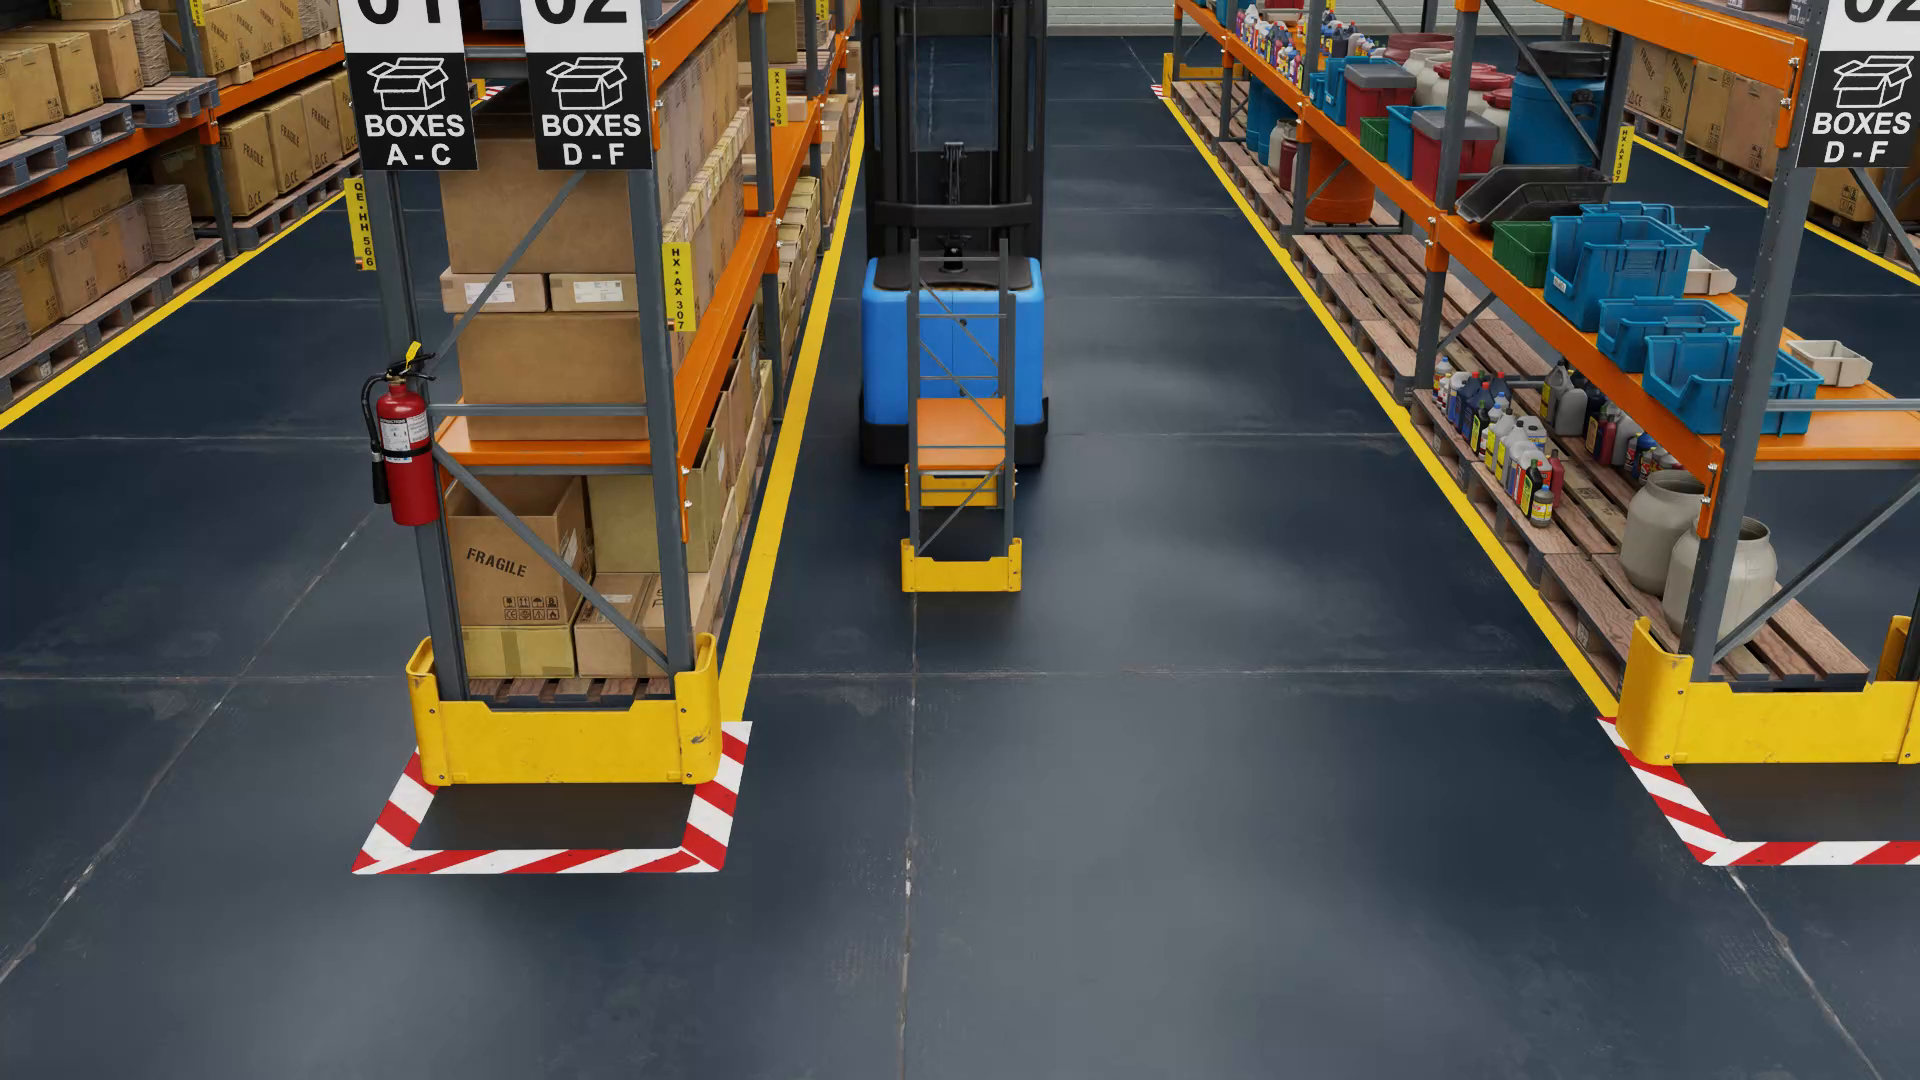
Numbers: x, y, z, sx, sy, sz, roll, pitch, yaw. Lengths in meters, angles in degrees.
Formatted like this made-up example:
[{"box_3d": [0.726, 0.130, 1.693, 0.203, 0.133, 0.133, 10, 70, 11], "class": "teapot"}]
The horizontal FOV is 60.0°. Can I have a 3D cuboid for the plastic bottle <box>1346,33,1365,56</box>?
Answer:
[{"box_3d": [3.605, -4.488, 15.183, 0.152, 0.276, 0.135, 0, 24, -1], "class": "plastic bottle"}]

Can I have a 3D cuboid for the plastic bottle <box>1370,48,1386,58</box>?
[{"box_3d": [3.616, -4.107, 14.341, 0.152, 0.276, 0.135, 0, 24, -1], "class": "plastic bottle"}]

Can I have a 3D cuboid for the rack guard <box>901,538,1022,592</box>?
[{"box_3d": [0.006, 0.123, 8.175, 0.587, 0.250, 0.087, 0, 24, -1], "class": "rack guard"}]

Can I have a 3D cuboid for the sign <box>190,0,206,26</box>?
[{"box_3d": [-6.062, -4.246, 13.190, 0.100, 0.325, 0.005, 0, 24, -1], "class": "sign"}]

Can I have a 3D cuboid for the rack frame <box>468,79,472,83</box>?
[{"box_3d": [-6.692, -7.045, 20.687, 1.000, 3.000, 0.127, 0, 24, -1], "class": "rack frame"}]

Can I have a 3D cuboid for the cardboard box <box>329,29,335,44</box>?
[{"box_3d": [-6.377, -4.943, 16.319, 0.380, 0.149, 0.250, 0, 24, 1], "class": "cardboard box"}]

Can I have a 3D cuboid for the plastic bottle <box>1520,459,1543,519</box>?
[{"box_3d": [2.911, -0.262, 8.452, 0.061, 0.283, 0.133, 0, 24, 1], "class": "plastic bottle"}]

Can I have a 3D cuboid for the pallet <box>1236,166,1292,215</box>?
[{"box_3d": [3.241, -3.349, 15.898, 1.003, 0.211, 1.213, 0, 24, -1], "class": "pallet"}]

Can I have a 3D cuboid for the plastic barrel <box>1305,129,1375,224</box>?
[{"box_3d": [3.280, -3.197, 14.303, 0.600, 0.830, 0.708, 0, 24, -1], "class": "plastic barrel"}]

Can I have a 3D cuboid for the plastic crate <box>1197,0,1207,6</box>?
[{"box_3d": [2.906, -6.271, 19.106, 0.416, 0.233, 0.300, 0, 24, -1], "class": "plastic crate"}]

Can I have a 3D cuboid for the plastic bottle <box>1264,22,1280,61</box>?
[{"box_3d": [2.895, -4.603, 15.348, 0.144, 0.351, 0.185, 0, 24, -1], "class": "plastic bottle"}]

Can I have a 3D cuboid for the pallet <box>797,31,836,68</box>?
[{"box_3d": [-1.677, -4.486, 15.262, 1.003, 0.211, 1.213, 0, 24, -1], "class": "pallet"}]

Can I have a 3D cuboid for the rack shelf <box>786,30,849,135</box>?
[{"box_3d": [-1.673, -4.269, 15.421, 1.077, 0.370, 4.000, 0, 24, -1], "class": "rack shelf"}]

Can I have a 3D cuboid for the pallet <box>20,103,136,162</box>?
[{"box_3d": [-6.542, -2.846, 11.635, 1.003, 0.211, 1.213, 0, 24, -1], "class": "pallet"}]

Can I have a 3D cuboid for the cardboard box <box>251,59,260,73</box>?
[{"box_3d": [-6.426, -4.204, 14.685, 0.380, 0.149, 0.250, 0, 24, 1], "class": "cardboard box"}]

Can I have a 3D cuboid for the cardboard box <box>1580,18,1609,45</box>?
[{"box_3d": [8.255, -6.072, 20.604, 0.875, 0.875, 0.875, 0, 24, -1], "class": "cardboard box"}]

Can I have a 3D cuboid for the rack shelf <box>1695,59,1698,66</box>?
[{"box_3d": [8.233, -4.312, 15.516, 1.077, 0.370, 4.000, 0, 24, -1], "class": "rack shelf"}]

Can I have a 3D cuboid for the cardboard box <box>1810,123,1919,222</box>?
[{"box_3d": [8.268, -3.323, 14.526, 1.225, 0.875, 0.875, -1, 24, -3], "class": "cardboard box"}]

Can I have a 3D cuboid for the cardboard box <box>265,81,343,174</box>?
[{"box_3d": [-6.498, -3.975, 15.998, 0.750, 0.750, 0.750, 0, 24, 1], "class": "cardboard box"}]

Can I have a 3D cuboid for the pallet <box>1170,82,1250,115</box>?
[{"box_3d": [3.185, -5.479, 20.608, 1.003, 0.211, 1.213, 0, 24, -1], "class": "pallet"}]

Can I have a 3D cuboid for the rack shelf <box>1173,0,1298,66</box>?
[{"box_3d": [3.237, -5.938, 19.112, 1.077, 0.370, 4.000, 0, 24, -1], "class": "rack shelf"}]

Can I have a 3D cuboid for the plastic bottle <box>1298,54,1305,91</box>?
[{"box_3d": [2.871, -3.905, 13.885, 0.061, 0.283, 0.133, 0, 24, -1], "class": "plastic bottle"}]

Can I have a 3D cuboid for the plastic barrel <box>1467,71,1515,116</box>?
[{"box_3d": [3.547, -2.904, 11.367, 0.433, 0.535, 0.433, 0, 24, 0], "class": "plastic barrel"}]

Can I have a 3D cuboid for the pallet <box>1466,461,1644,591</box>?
[{"box_3d": [3.328, -0.093, 8.700, 1.003, 0.211, 1.213, 0, 24, -1], "class": "pallet"}]

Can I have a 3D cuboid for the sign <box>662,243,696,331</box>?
[{"box_3d": [-1.009, -0.906, 5.968, 0.100, 0.325, 0.005, 0, 24, -1], "class": "sign"}]

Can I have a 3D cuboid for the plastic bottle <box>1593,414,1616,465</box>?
[{"box_3d": [3.538, -0.564, 9.119, 0.061, 0.283, 0.133, 0, 24, -1], "class": "plastic bottle"}]

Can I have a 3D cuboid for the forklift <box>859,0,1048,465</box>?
[{"box_3d": [-0.033, -2.327, 10.338, 1.130, 2.935, 3.031, 0, 24, 0], "class": "forklift"}]

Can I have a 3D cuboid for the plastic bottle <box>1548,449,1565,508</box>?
[{"box_3d": [3.062, -0.319, 8.578, 0.061, 0.283, 0.133, 0, 24, -1], "class": "plastic bottle"}]

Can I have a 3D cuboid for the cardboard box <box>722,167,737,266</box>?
[{"box_3d": [-1.584, -1.770, 8.901, 0.700, 0.500, 0.500, -1, 24, -1], "class": "cardboard box"}]

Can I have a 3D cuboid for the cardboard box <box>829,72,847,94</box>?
[{"box_3d": [-1.720, -5.258, 19.231, 0.797, 0.503, 0.637, 0, 24, -1], "class": "cardboard box"}]

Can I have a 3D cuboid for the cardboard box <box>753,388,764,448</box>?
[{"box_3d": [-1.388, -0.667, 9.411, 0.500, 0.250, 0.500, 0, 24, -1], "class": "cardboard box"}]

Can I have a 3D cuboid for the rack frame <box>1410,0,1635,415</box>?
[{"box_3d": [3.346, -2.145, 9.852, 1.000, 3.000, 0.127, 0, 24, -1], "class": "rack frame"}]

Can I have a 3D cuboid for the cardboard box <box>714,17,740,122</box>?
[{"box_3d": [-1.596, -2.578, 9.114, 0.700, 0.500, 0.500, 0, 24, 0], "class": "cardboard box"}]

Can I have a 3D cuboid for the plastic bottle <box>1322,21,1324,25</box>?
[{"box_3d": [3.471, -4.855, 16.001, 0.097, 0.271, 0.097, 0, 24, 0], "class": "plastic bottle"}]

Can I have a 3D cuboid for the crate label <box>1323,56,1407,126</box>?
[{"box_3d": [3.043, -3.399, 12.582, 0.502, 0.435, 0.616, 0, 24, -1], "class": "crate label"}]

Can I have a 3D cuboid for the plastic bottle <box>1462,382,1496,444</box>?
[{"box_3d": [2.942, -0.726, 9.396, 0.144, 0.351, 0.185, -1, 24, -3], "class": "plastic bottle"}]

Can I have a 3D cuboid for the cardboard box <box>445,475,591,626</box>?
[{"box_3d": [-1.867, 0.024, 6.973, 0.500, 0.500, 0.500, 0, 24, -1], "class": "cardboard box"}]

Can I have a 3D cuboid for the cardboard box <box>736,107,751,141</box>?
[{"box_3d": [-1.390, -2.354, 9.407, 0.380, 0.149, 0.250, 0, 24, -1], "class": "cardboard box"}]

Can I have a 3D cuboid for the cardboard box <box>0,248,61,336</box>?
[{"box_3d": [-6.641, -1.678, 11.319, 0.700, 0.500, 0.500, -1, 24, -2], "class": "cardboard box"}]

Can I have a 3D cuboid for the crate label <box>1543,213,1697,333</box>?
[{"box_3d": [3.099, -1.270, 7.875, 0.502, 0.435, 0.616, 0, 24, -1], "class": "crate label"}]

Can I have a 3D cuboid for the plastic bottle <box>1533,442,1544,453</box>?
[{"box_3d": [3.069, -0.425, 8.911, 0.097, 0.201, 0.097, 0, 24, 0], "class": "plastic bottle"}]

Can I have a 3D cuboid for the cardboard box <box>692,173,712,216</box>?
[{"box_3d": [-1.369, -1.613, 7.768, 0.380, 0.149, 0.250, 0, 24, 0], "class": "cardboard box"}]

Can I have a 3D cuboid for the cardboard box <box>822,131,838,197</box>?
[{"box_3d": [-1.382, -3.445, 15.227, 0.500, 0.500, 0.500, -1, 24, -1], "class": "cardboard box"}]

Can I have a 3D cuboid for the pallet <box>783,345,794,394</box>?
[{"box_3d": [-1.654, -1.157, 11.052, 1.003, 0.211, 1.213, 0, 24, -1], "class": "pallet"}]

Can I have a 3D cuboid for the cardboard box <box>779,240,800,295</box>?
[{"box_3d": [-1.370, -1.909, 11.478, 0.500, 0.311, 0.500, -1, 24, -2], "class": "cardboard box"}]

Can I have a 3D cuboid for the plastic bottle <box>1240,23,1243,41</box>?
[{"box_3d": [2.857, -5.095, 16.617, 0.097, 0.201, 0.097, 0, 24, 0], "class": "plastic bottle"}]

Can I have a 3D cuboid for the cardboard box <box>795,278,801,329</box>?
[{"box_3d": [-1.377, -1.654, 11.594, 0.500, 0.250, 0.500, -1, 24, -2], "class": "cardboard box"}]

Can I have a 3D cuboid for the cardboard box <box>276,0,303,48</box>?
[{"box_3d": [-6.368, -4.775, 15.161, 0.500, 0.500, 0.500, 0, 24, 1], "class": "cardboard box"}]

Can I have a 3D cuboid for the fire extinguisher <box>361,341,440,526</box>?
[{"box_3d": [-2.027, -0.390, 6.066, 0.296, 0.674, 0.183, 0, 24, -1], "class": "fire extinguisher"}]

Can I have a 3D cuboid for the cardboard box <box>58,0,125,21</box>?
[{"box_3d": [-6.552, -4.016, 12.546, 0.380, 0.149, 0.250, -4, 25, -9], "class": "cardboard box"}]

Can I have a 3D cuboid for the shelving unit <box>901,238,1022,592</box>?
[{"box_3d": [0.001, -0.652, 8.371, 0.587, 1.500, 1.083, 0, 24, -1], "class": "shelving unit"}]

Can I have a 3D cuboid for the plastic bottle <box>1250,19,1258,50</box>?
[{"box_3d": [2.846, -4.869, 16.018, 0.061, 0.283, 0.133, 0, 24, -1], "class": "plastic bottle"}]

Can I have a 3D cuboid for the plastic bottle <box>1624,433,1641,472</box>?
[{"box_3d": [3.673, -0.479, 9.030, 0.097, 0.201, 0.097, 0, 24, 0], "class": "plastic bottle"}]
